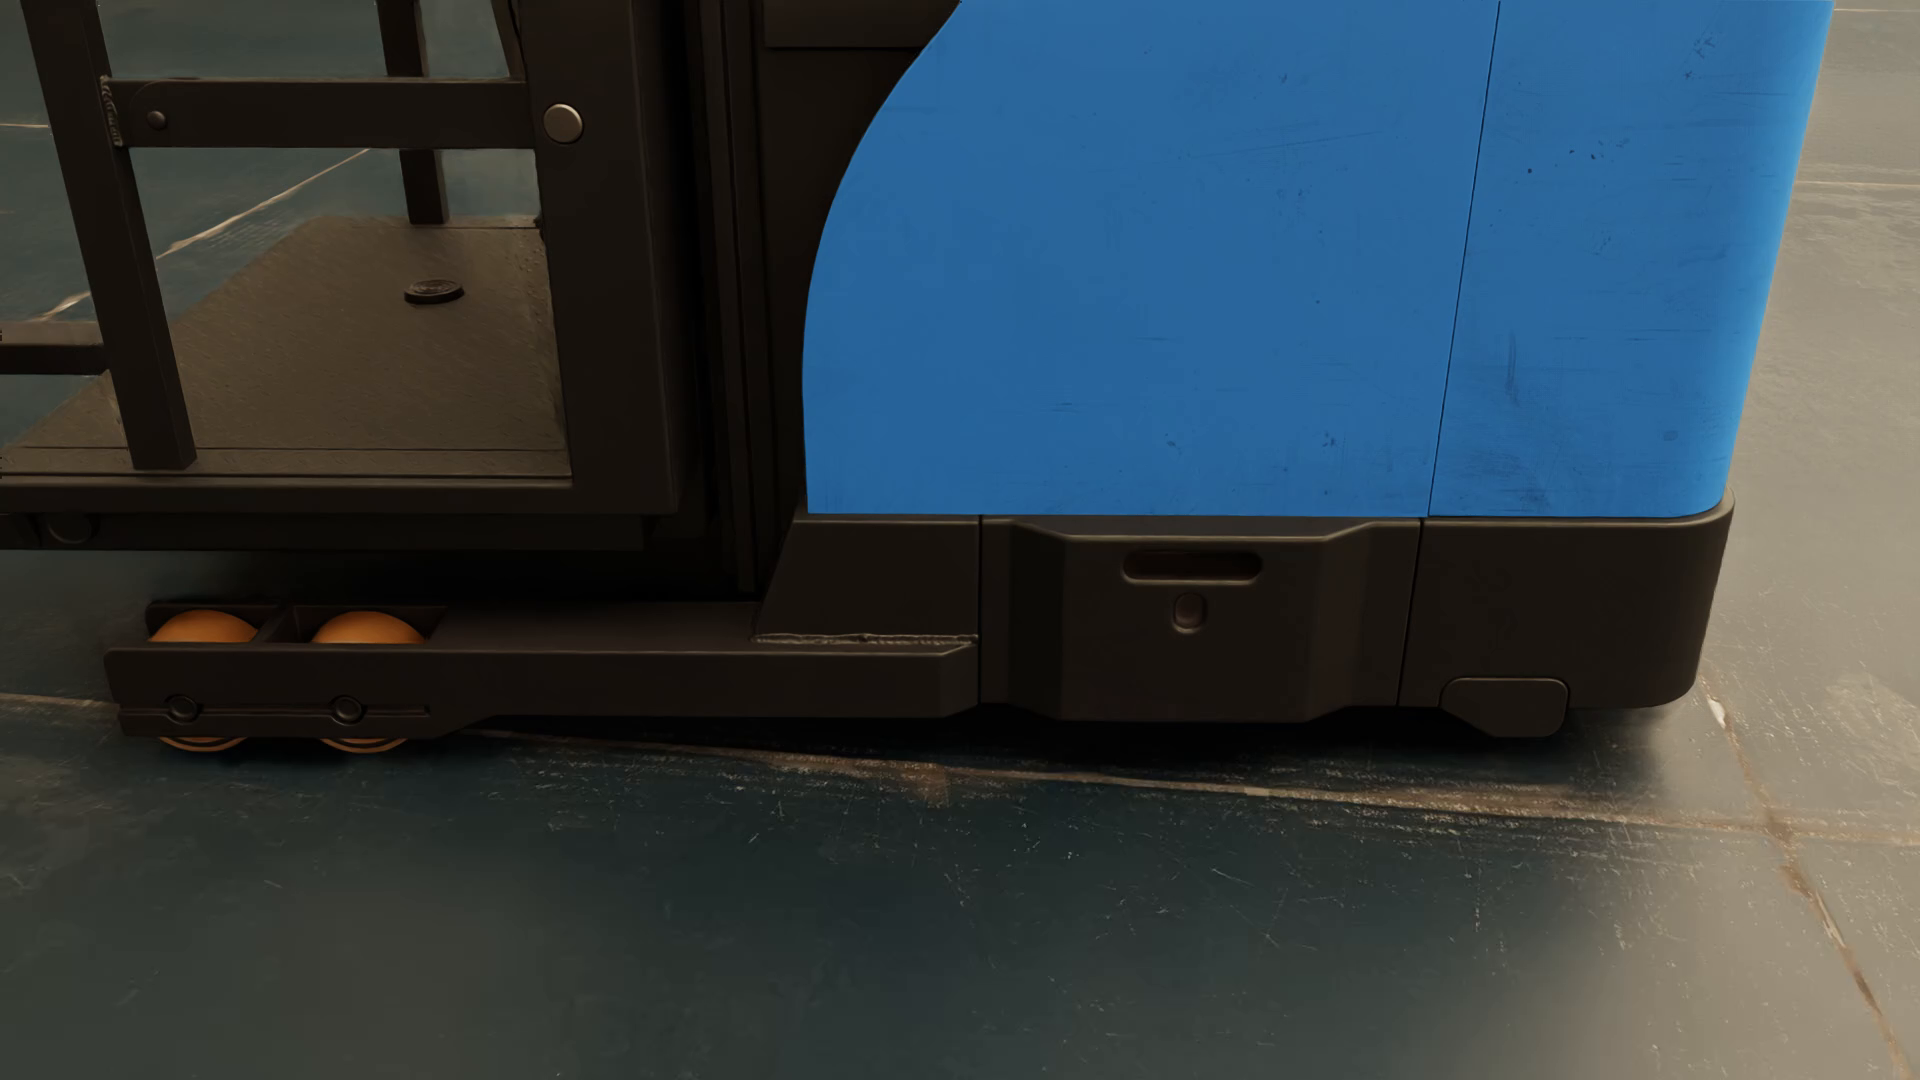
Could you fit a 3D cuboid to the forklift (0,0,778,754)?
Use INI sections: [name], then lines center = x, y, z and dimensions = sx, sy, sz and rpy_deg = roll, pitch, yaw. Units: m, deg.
[forklift]
center = -0.617, -1.294, 1.811
dimensions = 3.031, 2.935, 1.121
rpy_deg = 0, 27, 1
